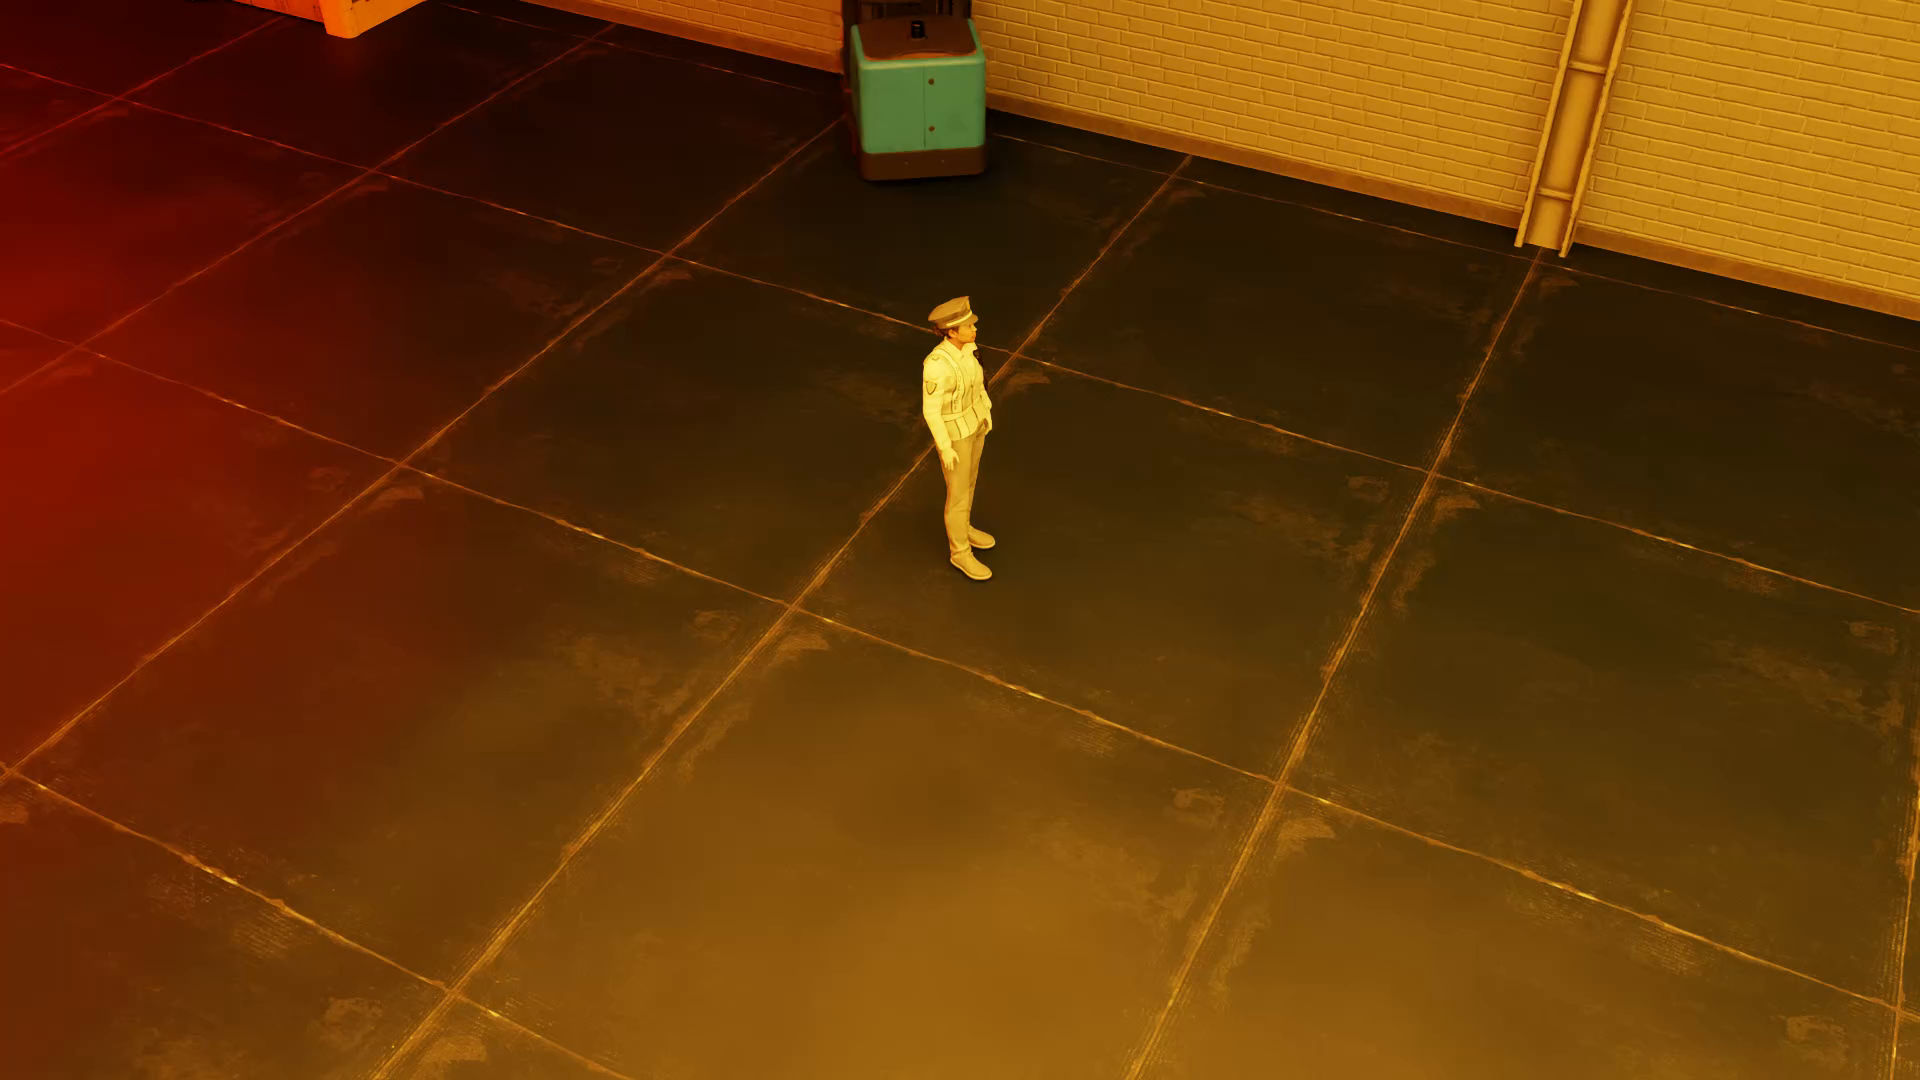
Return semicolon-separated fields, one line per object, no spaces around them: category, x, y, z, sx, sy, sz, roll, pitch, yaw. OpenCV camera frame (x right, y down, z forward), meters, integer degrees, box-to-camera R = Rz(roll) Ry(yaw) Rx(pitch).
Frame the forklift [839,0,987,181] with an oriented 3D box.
forklift;-0.484;-5.017;13.943;1.130;2.935;3.031;-5;40;-6

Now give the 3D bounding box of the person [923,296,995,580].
person;0.058;-0.629;9.682;0.530;1.694;0.586;18;43;21
